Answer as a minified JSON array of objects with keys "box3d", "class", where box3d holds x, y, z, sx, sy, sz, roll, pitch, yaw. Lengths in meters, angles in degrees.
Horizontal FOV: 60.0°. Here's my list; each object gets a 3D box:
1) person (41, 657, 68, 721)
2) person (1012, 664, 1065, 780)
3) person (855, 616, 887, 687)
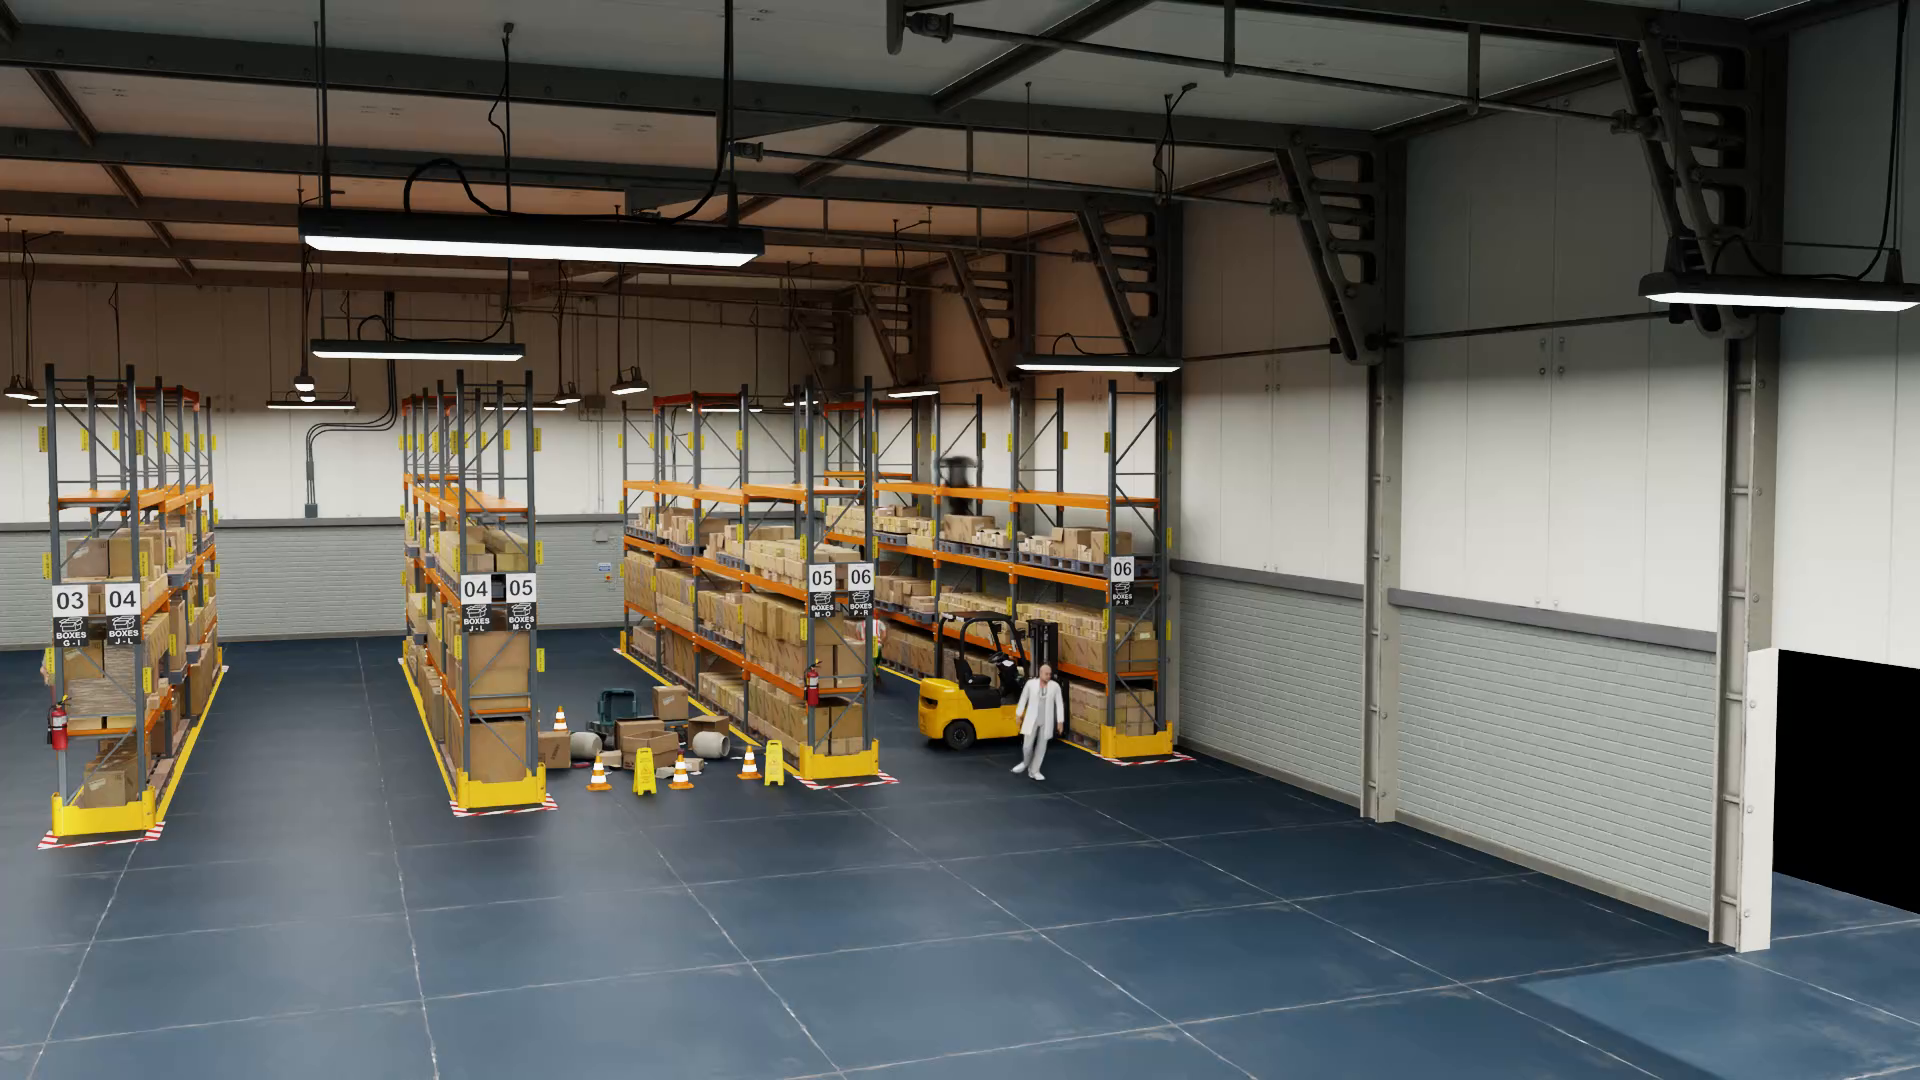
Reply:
[{"box3d":[-15.697,2.503,29.024,0.591,1.622,0.688,-2,4,-33],"class":"person"},{"box3d":[1.161,2.693,24.683,0.739,1.746,0.570,0,3,-5],"class":"person"},{"box3d":[-1.802,2.239,33.927,0.659,1.587,1.087,-1,3,-11],"class":"person"}]
